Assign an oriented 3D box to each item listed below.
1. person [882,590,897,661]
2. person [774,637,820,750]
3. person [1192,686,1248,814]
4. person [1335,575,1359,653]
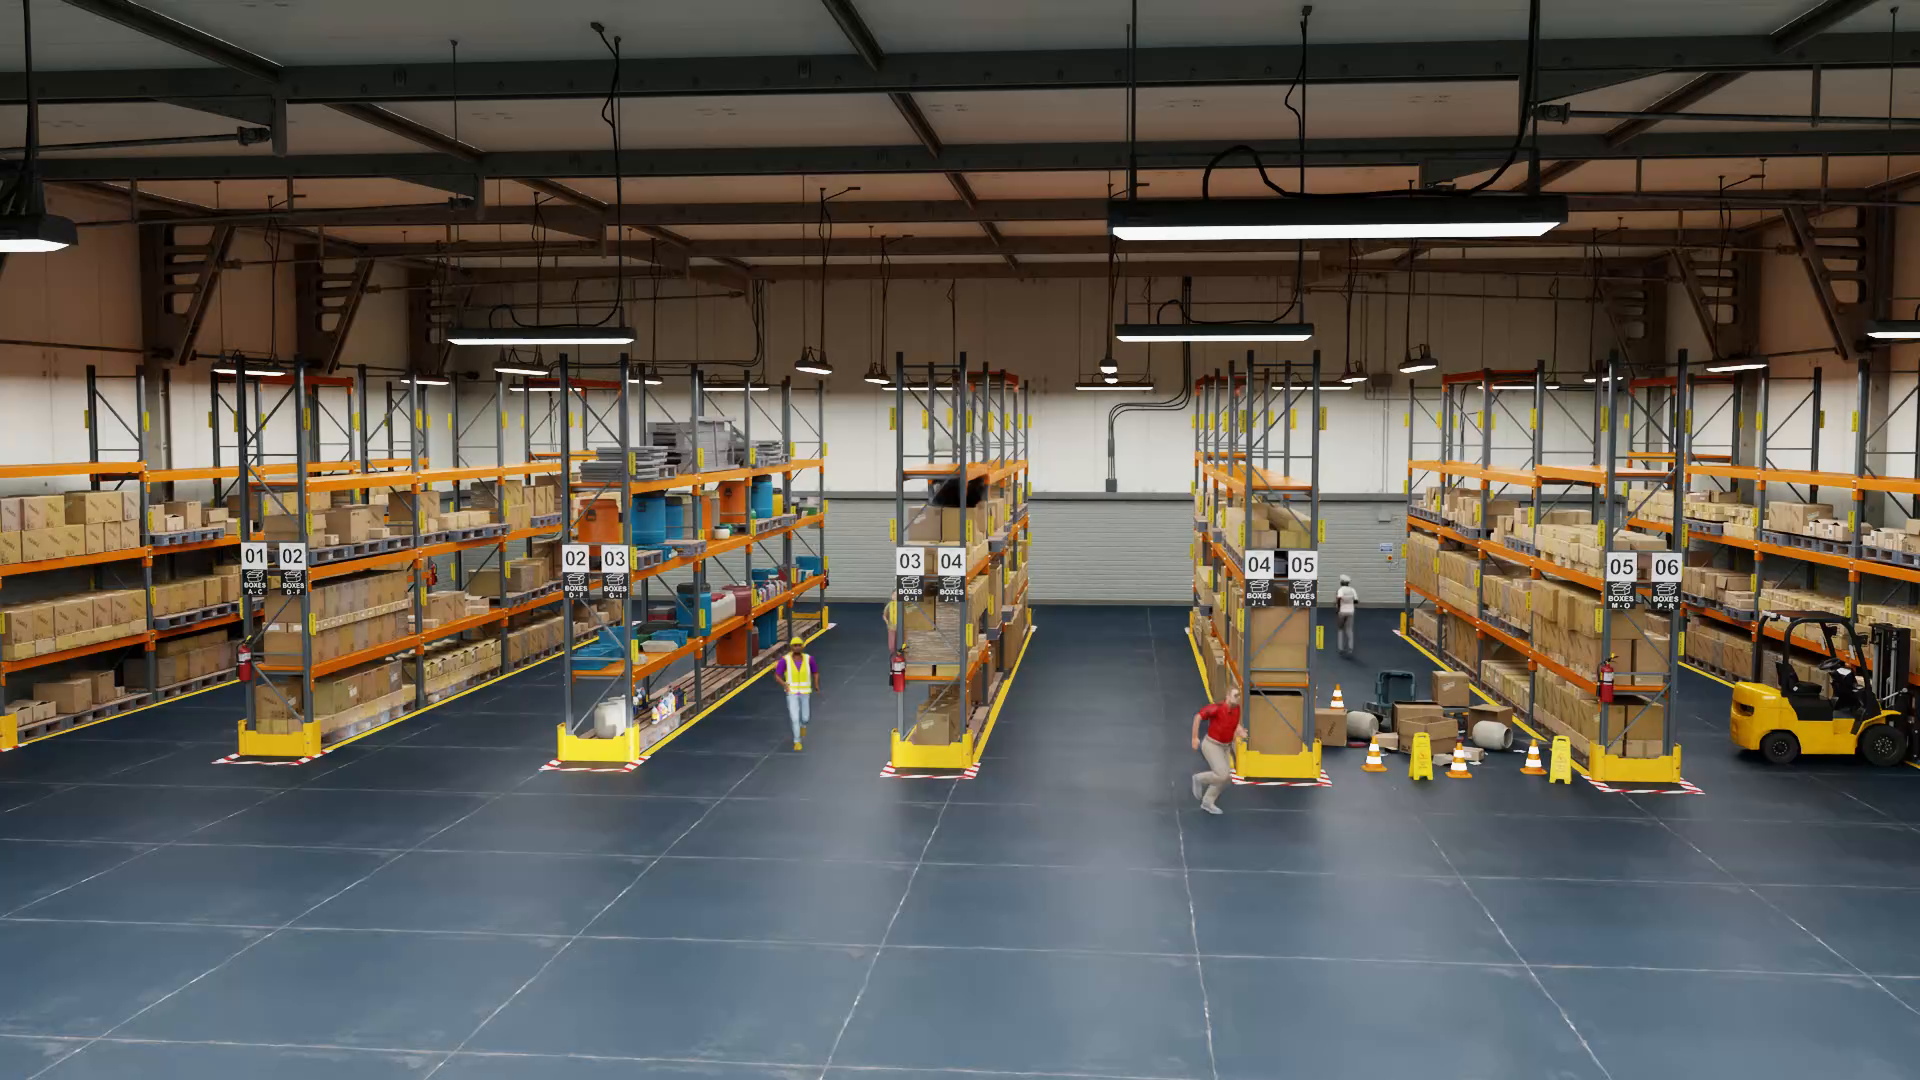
[{"bbox_3d":[-1.282,1.820,33.520,0.582,1.624,0.566,1,4,8],"label":"person"},{"bbox_3d":[-2.492,2.339,25.478,0.703,1.723,0.588,-1,4,-13],"label":"person"},{"bbox_3d":[3.332,2.681,21.271,0.748,1.655,0.652,4,5,42],"label":"person"},{"bbox_3d":[8.313,1.624,35.735,0.555,1.747,0.816,0,4,-4],"label":"person"}]
